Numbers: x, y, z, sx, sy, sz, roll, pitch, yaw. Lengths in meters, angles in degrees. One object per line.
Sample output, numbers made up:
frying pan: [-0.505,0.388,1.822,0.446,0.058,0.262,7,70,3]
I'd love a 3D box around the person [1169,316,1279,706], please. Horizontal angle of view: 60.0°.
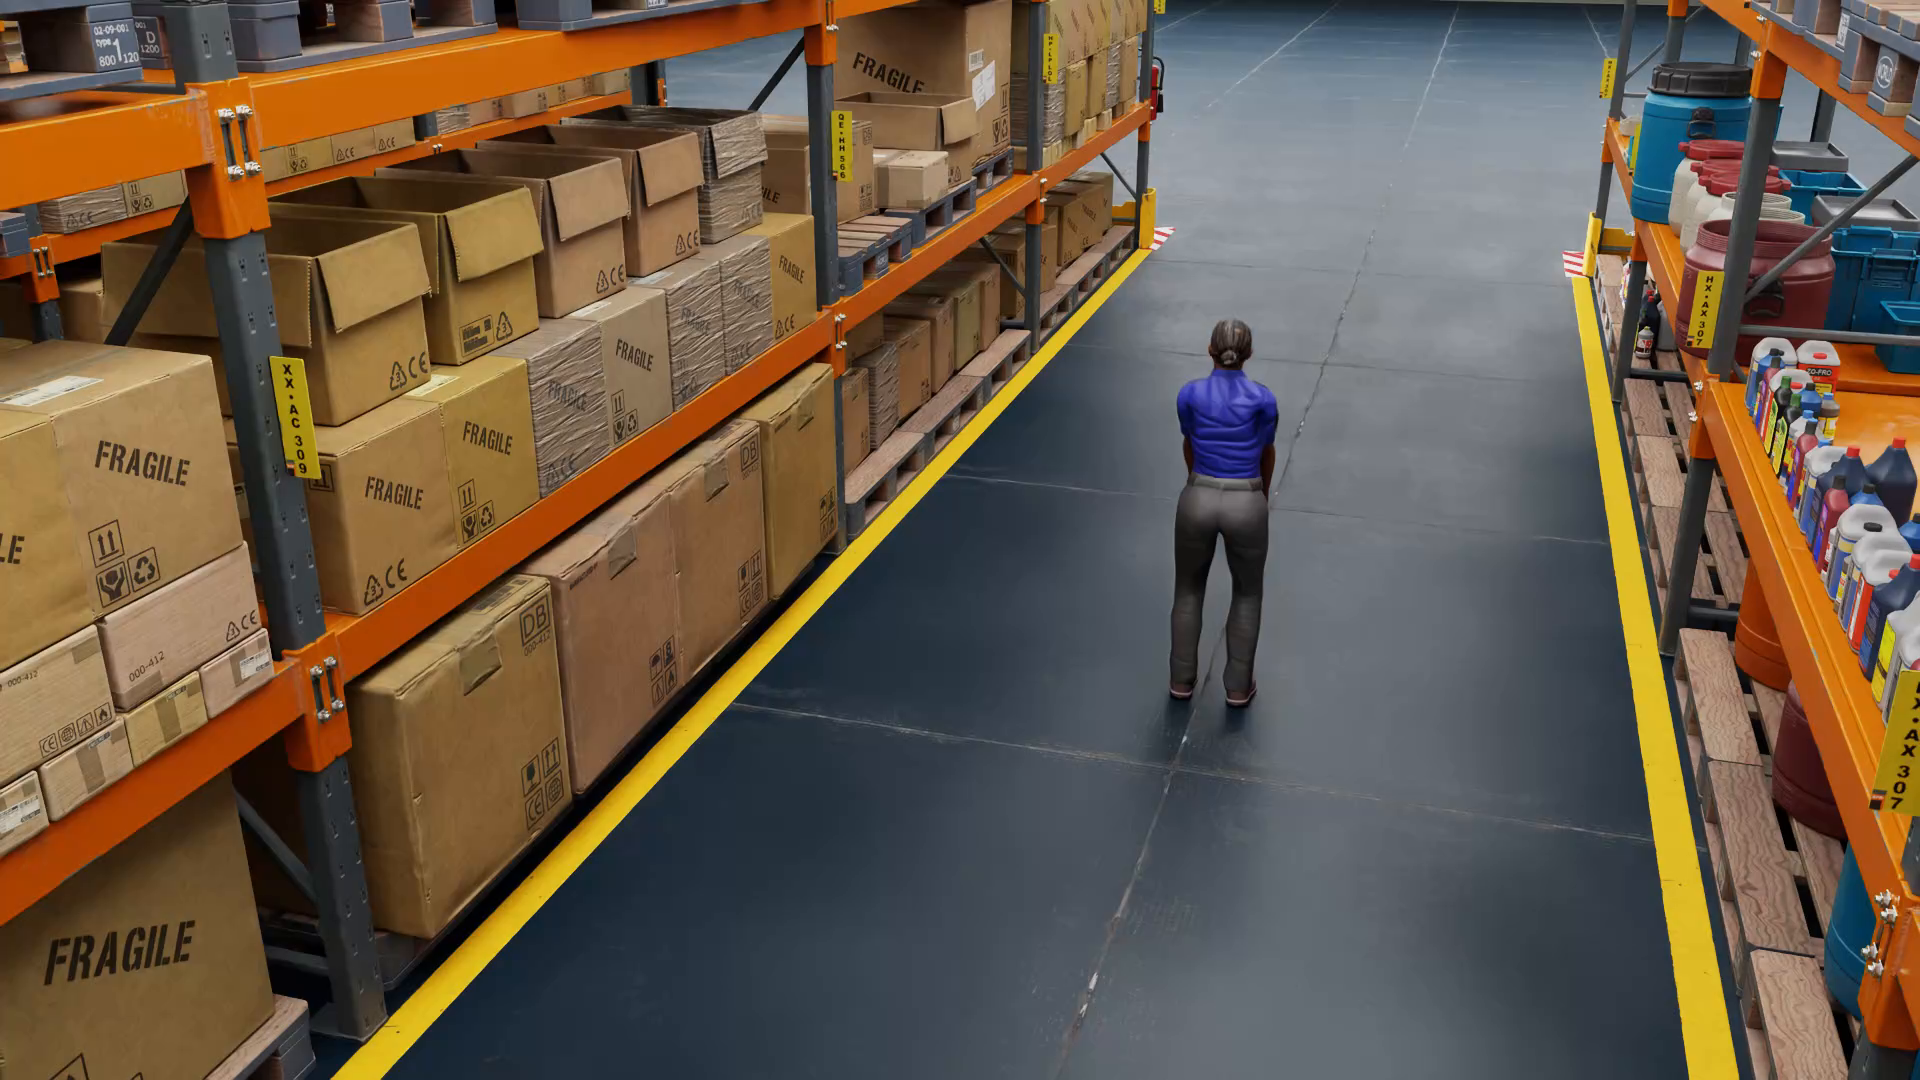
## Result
person: [1.099,-0.137,6.954,0.413,1.652,0.523,6,23,15]
